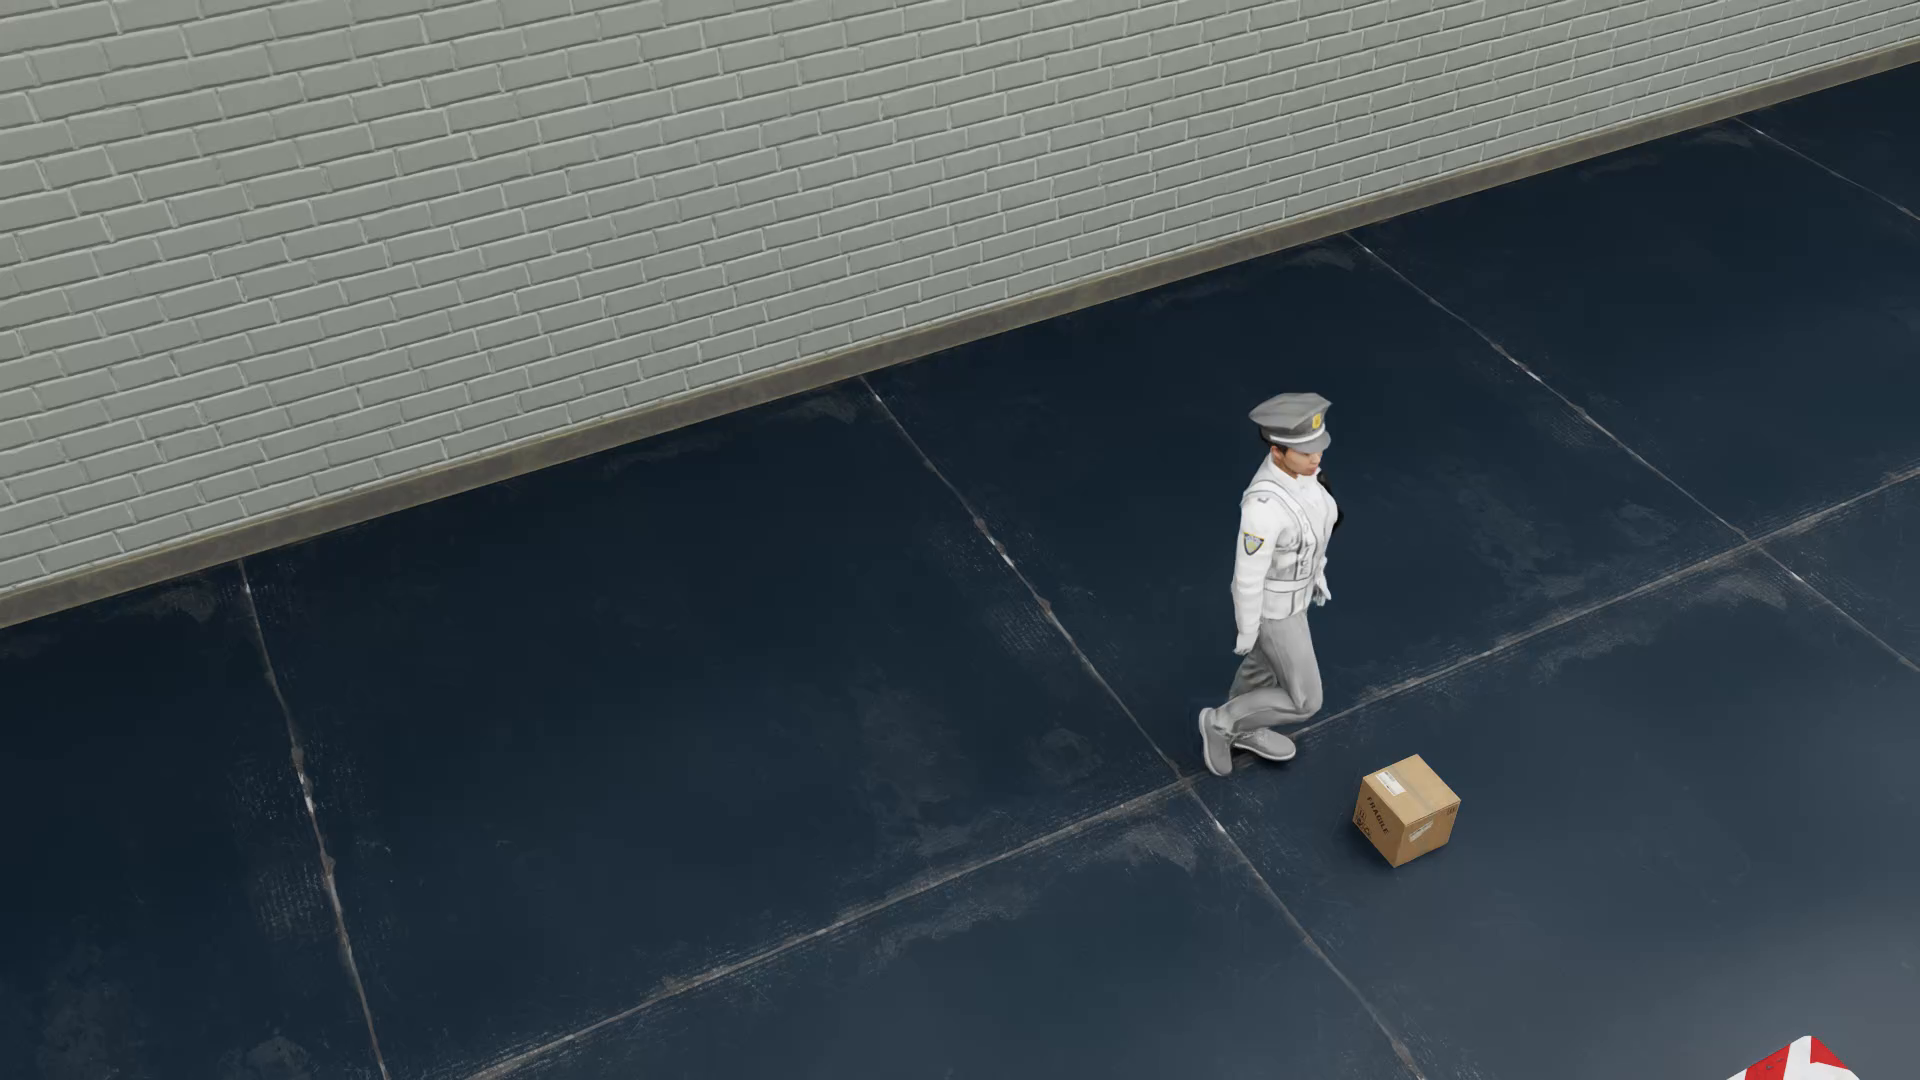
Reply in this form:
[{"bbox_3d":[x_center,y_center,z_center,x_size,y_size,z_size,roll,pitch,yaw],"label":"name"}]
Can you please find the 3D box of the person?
[{"bbox_3d":[1.145,0.196,5.880,0.435,1.678,0.495,15,44,16],"label":"person"}]
